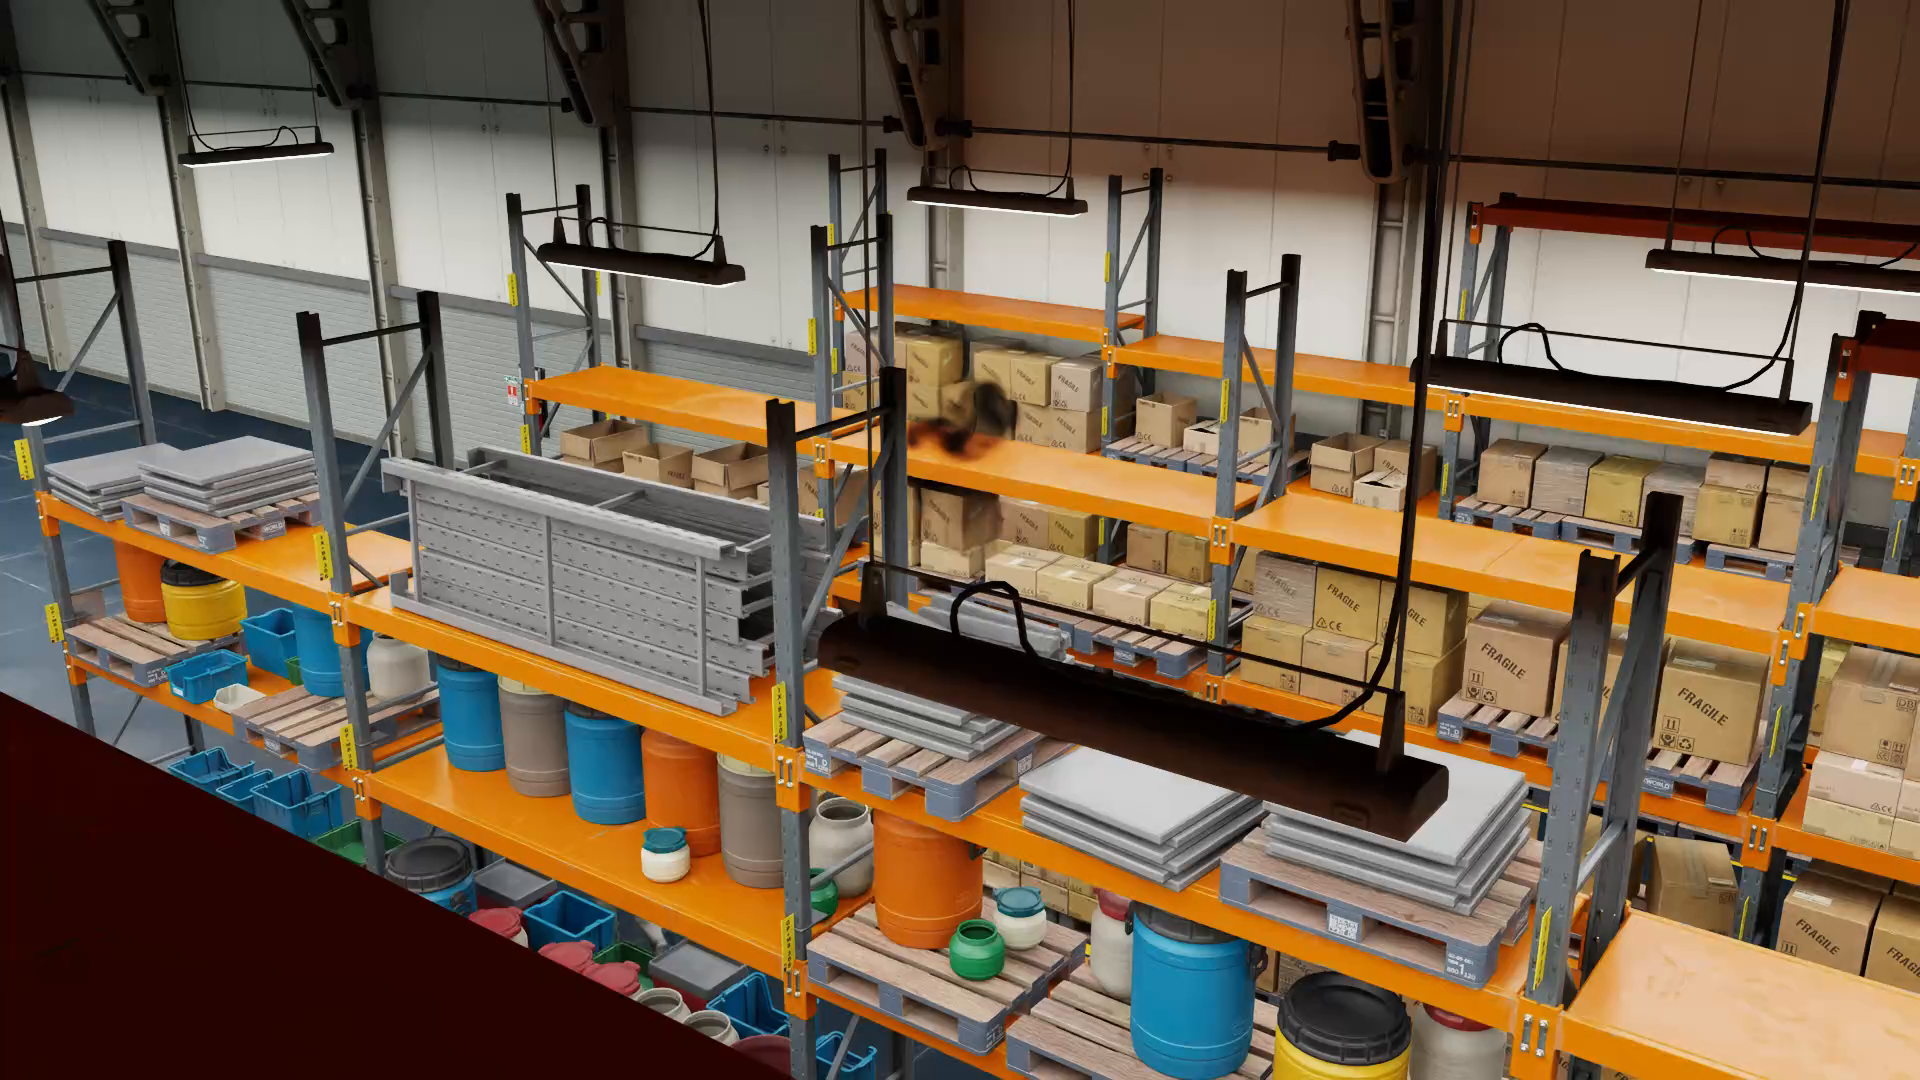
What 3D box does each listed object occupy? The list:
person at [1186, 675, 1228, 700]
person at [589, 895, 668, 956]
[{"bbox_3d":[2.384,1.830,16.244,0.772,1.678,0.582,13,22,34],"label":"person"},{"bbox_3d":[-2.808,2.648,13.689,0.896,1.791,0.686,13,22,34],"label":"person"}]
